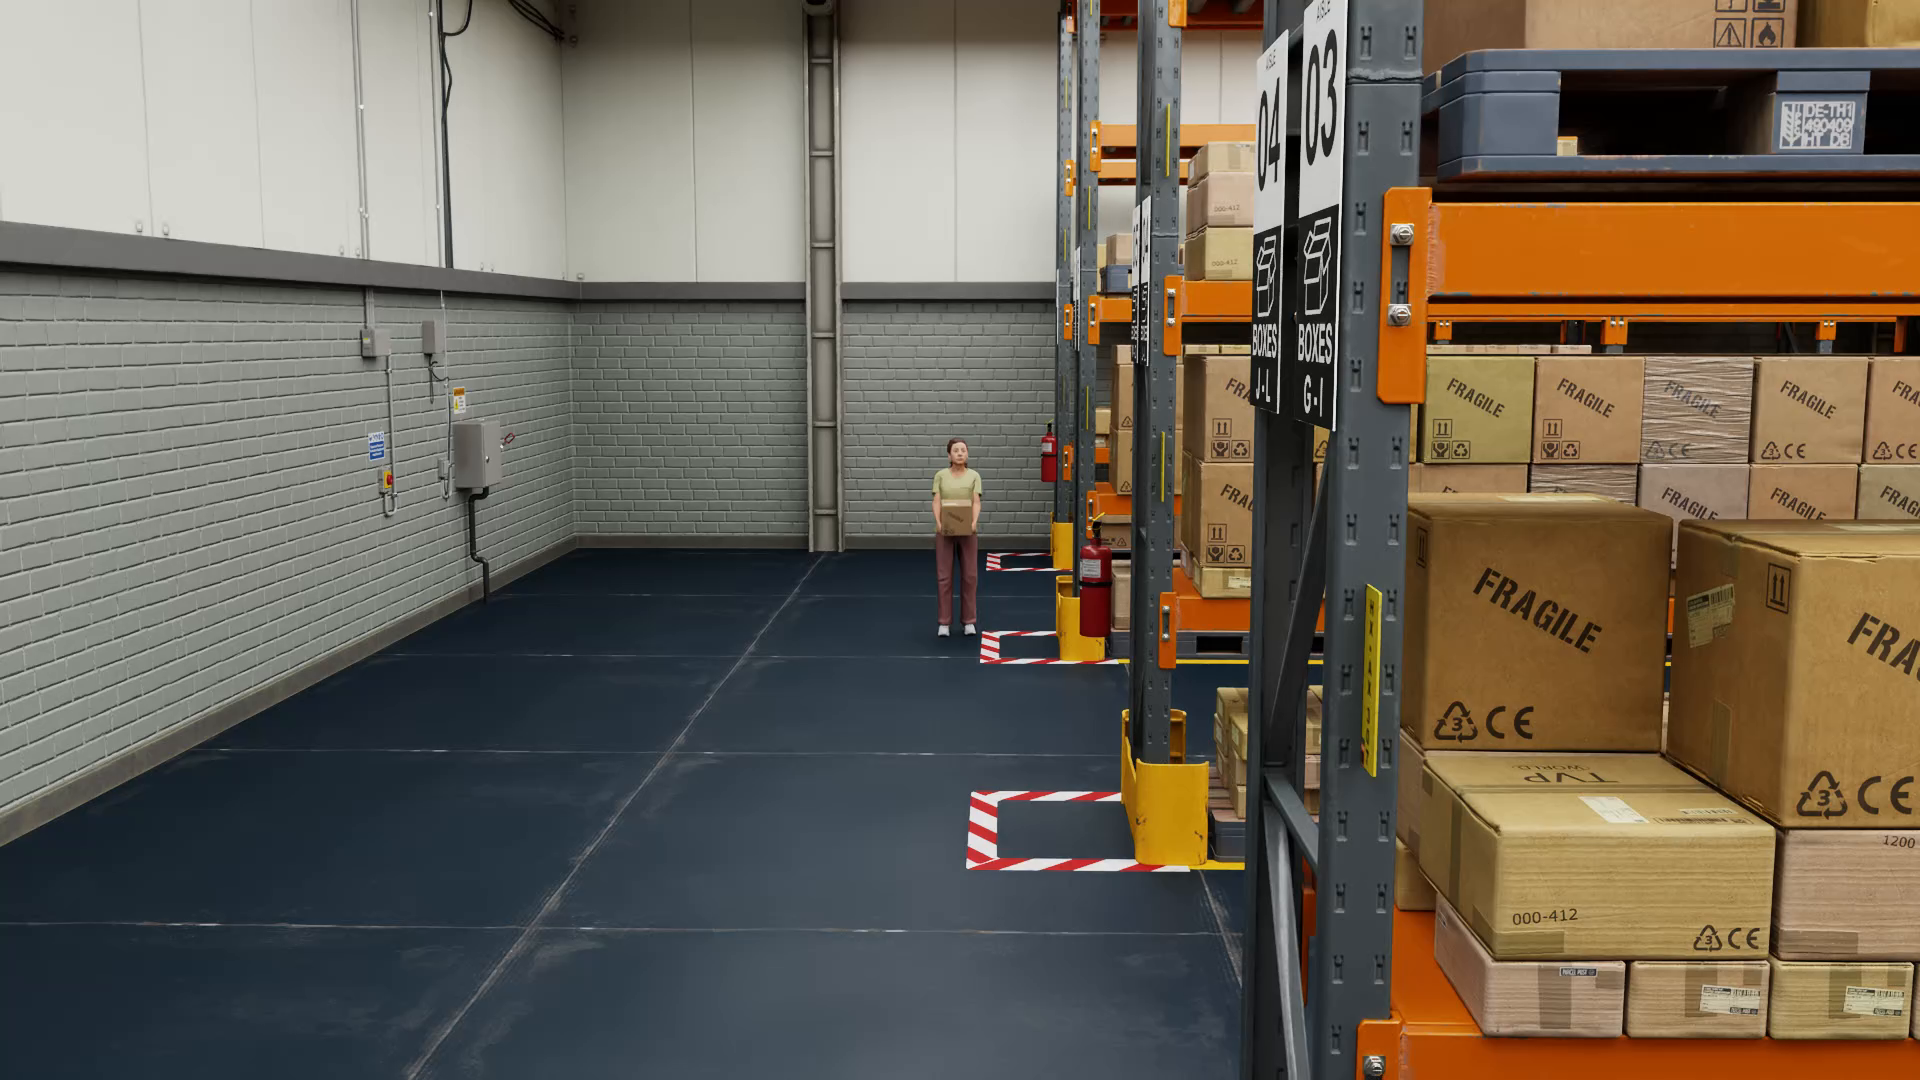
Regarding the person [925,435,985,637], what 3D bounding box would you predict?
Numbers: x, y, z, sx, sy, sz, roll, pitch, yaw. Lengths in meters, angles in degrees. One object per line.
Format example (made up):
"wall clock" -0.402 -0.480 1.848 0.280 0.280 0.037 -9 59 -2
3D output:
"person" -0.045 -0.036 14.062 0.512 1.661 0.549 0 7 -2
